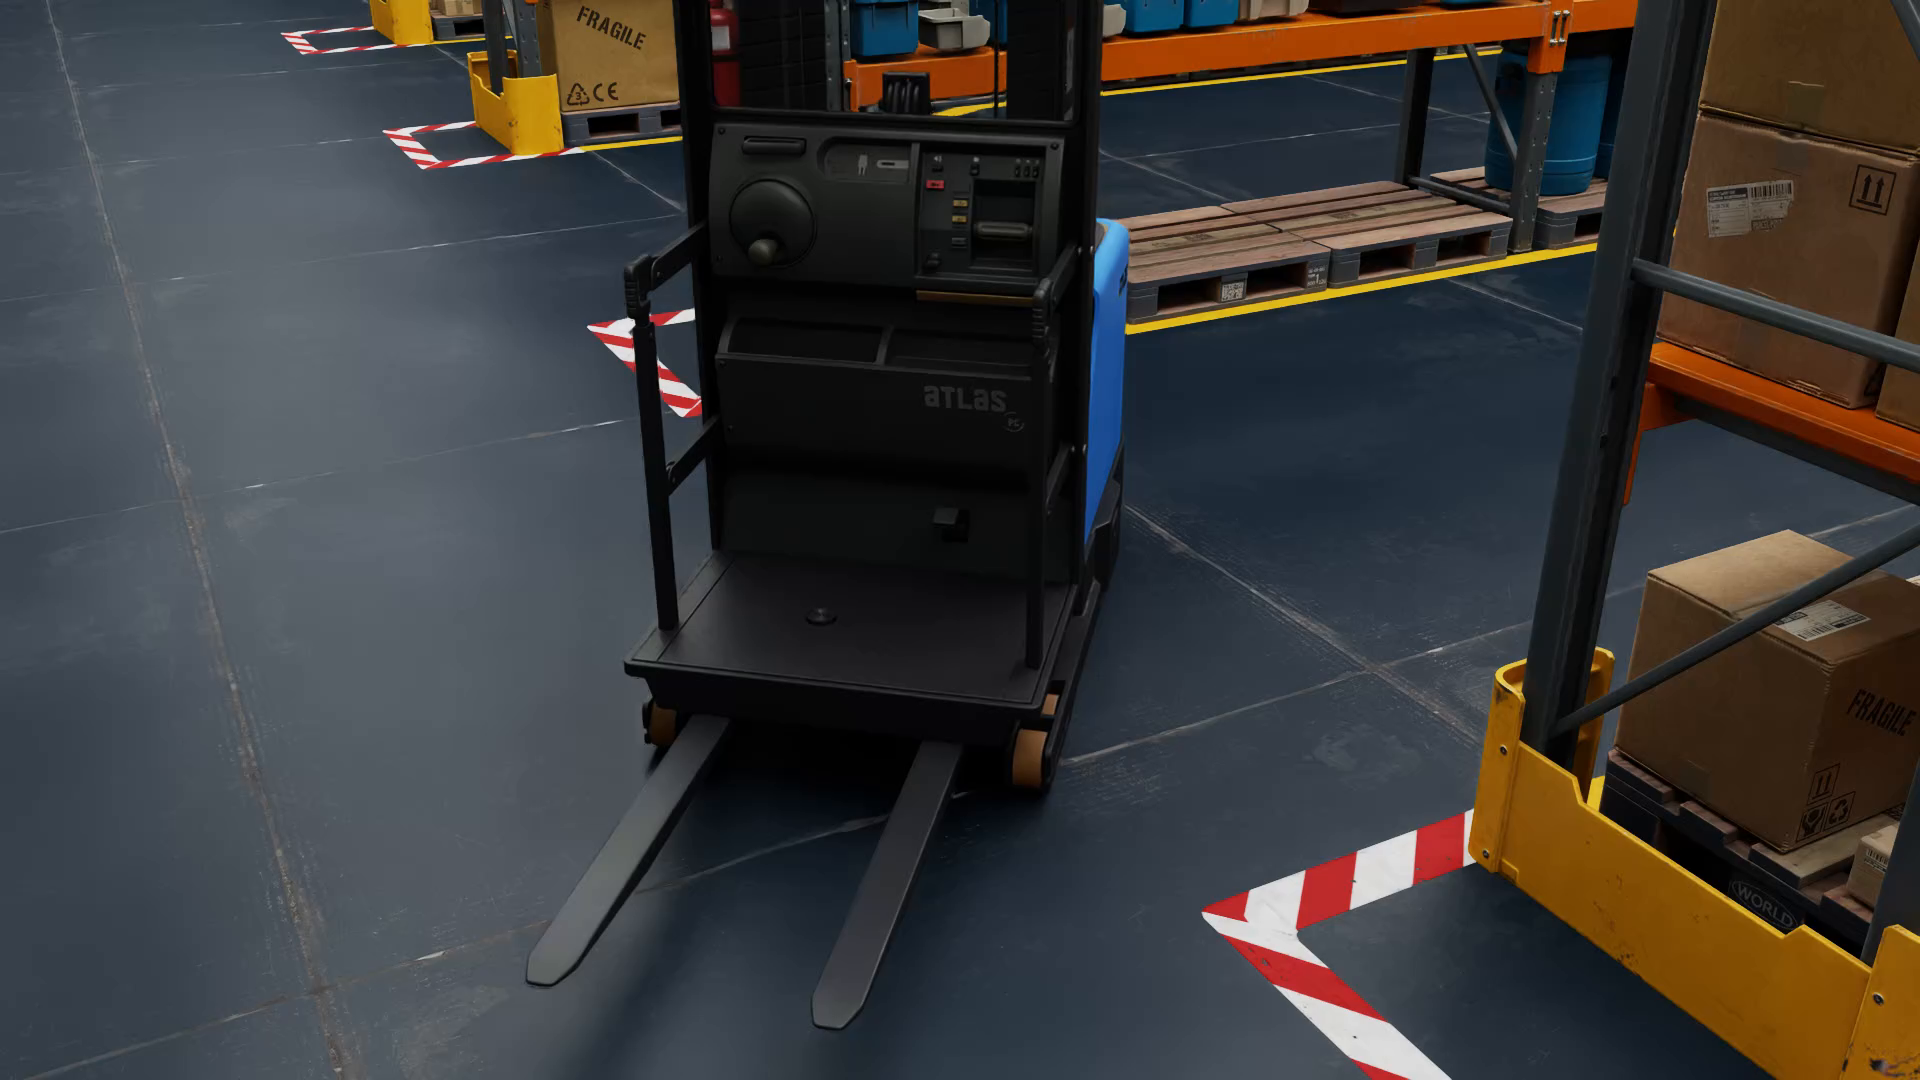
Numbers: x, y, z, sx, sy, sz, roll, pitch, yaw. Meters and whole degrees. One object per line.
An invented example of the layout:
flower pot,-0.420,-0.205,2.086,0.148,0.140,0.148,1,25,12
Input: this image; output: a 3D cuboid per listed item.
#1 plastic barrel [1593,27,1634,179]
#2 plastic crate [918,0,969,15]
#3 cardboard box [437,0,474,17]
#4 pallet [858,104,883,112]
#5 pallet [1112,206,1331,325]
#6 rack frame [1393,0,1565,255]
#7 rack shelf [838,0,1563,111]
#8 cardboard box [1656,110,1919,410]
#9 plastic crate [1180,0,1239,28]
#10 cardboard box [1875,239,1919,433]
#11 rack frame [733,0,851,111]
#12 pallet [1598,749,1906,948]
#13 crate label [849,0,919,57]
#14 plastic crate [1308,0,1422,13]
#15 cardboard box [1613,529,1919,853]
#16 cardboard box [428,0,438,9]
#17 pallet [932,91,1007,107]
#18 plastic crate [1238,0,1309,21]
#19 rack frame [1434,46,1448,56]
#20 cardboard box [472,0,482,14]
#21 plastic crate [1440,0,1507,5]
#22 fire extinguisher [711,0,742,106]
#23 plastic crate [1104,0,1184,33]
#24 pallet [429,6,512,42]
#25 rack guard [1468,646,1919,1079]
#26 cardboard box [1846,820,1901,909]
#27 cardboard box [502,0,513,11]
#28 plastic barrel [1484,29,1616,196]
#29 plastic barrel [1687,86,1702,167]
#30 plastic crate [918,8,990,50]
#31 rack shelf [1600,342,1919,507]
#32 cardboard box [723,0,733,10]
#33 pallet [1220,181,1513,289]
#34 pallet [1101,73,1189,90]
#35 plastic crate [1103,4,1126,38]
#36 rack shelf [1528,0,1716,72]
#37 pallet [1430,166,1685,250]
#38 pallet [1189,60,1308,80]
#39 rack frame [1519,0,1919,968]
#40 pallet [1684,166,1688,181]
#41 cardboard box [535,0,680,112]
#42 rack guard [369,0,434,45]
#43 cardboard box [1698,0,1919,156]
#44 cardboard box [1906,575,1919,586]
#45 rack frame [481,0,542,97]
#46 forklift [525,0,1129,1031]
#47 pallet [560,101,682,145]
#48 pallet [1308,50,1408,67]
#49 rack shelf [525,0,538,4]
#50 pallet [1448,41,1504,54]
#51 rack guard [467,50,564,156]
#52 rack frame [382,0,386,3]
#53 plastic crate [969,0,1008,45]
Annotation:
plastic barrel,3.915,-2.582,9.601,0.708,0.901,0.600,-13,29,-25
plastic crate,-0.093,-2.419,7.557,0.243,0.136,0.396,-13,29,-25
cardboard box,-4.690,-4.970,15.445,0.250,0.149,0.380,-12,28,-24
pallet,-1.314,-3.349,12.482,1.213,0.211,1.003,-13,29,-25
pallet,1.094,-1.418,8.460,1.213,0.211,1.003,-13,29,-25
rack frame,2.802,-3.090,8.720,0.127,3.000,1.000,-13,29,-25
rack shelf,1.037,-2.358,8.027,4.000,0.370,1.077,-13,29,-25
cardboard box,1.867,-0.623,3.466,0.500,0.500,0.500,-12,28,-24
plastic crate,1.072,-2.481,7.575,0.300,0.233,0.416,-13,29,-25
cardboard box,2.116,-0.417,3.038,0.500,0.500,0.500,-12,28,-24
rack frame,-0.727,-2.275,7.023,0.127,3.000,1.000,-13,29,-25
pallet,2.370,0.696,4.056,1.213,0.211,1.003,-13,29,-25
crate label,-0.355,-2.151,6.889,0.303,0.233,0.416,-13,29,-25
plastic crate,1.941,-2.662,8.078,0.590,0.125,0.437,-13,29,-25
cardboard box,1.964,0.341,3.954,0.500,0.500,0.500,-13,29,-25
cardboard box,-4.937,-5.173,15.866,0.250,0.149,0.380,-12,28,-24
pallet,-0.236,-3.599,13.003,1.213,0.211,1.003,-13,29,-25
plastic crate,1.407,-2.529,7.786,0.466,0.136,0.293,-13,29,-25
rack frame,4.001,-5.796,14.356,0.127,3.000,1.000,-13,29,-25
cardboard box,-4.498,-5.055,15.621,0.250,0.149,0.380,-13,29,-25
plastic crate,2.551,-2.884,8.241,0.575,0.384,0.392,-13,29,-25
fire extinguisher,-1.074,-2.215,7.418,0.183,0.674,0.296,-13,29,-25
plastic crate,0.807,-2.419,7.448,0.300,0.233,0.416,-13,29,-25
pallet,-4.502,-4.992,15.903,1.213,0.211,1.003,-13,29,-25
rack guard,1.667,0.729,3.655,0.348,0.500,1.175,-13,29,-25
cardboard box,2.131,0.750,3.507,0.250,0.149,0.380,-13,29,-25
cardboard box,-4.282,-5.108,15.732,0.250,0.149,0.380,-13,28,-25
plastic barrel,3.290,-2.438,9.300,0.708,0.901,0.600,-13,29,-25
plastic barrel,4.455,-2.487,9.854,0.421,0.512,0.421,0,26,0
plastic crate,-0.033,-2.142,6.980,0.298,0.136,0.250,-13,29,-25
rack shelf,3.365,-0.466,4.086,4.000,0.370,1.077,-13,29,-25
cardboard box,-1.728,-3.744,12.053,0.875,0.875,0.875,-13,29,-25
pallet,2.171,-1.668,8.981,1.213,0.211,1.003,-13,29,-25
pallet,1.117,-3.910,13.650,1.213,0.211,1.003,-13,29,-25
plastic crate,0.566,-2.280,7.268,0.298,0.136,0.250,-13,29,-25
rack shelf,4.567,-3.173,9.724,4.000,0.370,1.077,-13,29,-25
pallet,3.502,-1.974,9.618,1.213,0.211,1.003,-13,29,-25
pallet,2.195,-4.160,14.172,1.213,0.211,1.003,-13,29,-25
rack frame,1.600,-0.383,3.081,0.127,3.000,1.000,-13,29,-25
pallet,4.580,-2.224,10.139,1.213,0.211,1.003,-13,29,-25
cardboard box,-2.531,-3.559,11.667,0.875,0.875,0.875,-13,29,-25
rack guard,-5.236,-4.970,15.524,0.348,0.500,1.175,-13,29,-25
cardboard box,1.863,-1.074,3.251,0.500,0.500,0.500,-13,29,-26
cardboard box,2.816,0.272,4.387,0.500,0.250,0.500,-13,29,-25
rack frame,-3.058,-4.167,10.963,0.127,3.000,1.000,-13,29,-25
forklift,-0.240,-0.836,4.104,1.130,2.935,3.031,5,26,11
pallet,-2.389,-3.102,11.968,1.213,0.211,1.003,-13,29,-25
pallet,3.270,-4.407,14.686,1.213,0.211,1.003,-13,29,-25
rack shelf,-1.293,-4.250,11.967,4.000,0.370,1.077,-13,29,-25
pallet,4.691,-4.698,15.290,1.213,0.211,1.003,-13,29,-25
rack guard,-3.079,-3.035,11.494,0.348,0.500,1.175,-13,29,-25
rack frame,-5.303,-6.082,14.951,0.127,3.000,1.000,-13,29,-25
plastic crate,0.226,-2.285,7.168,0.300,0.233,0.416,-13,29,-25
